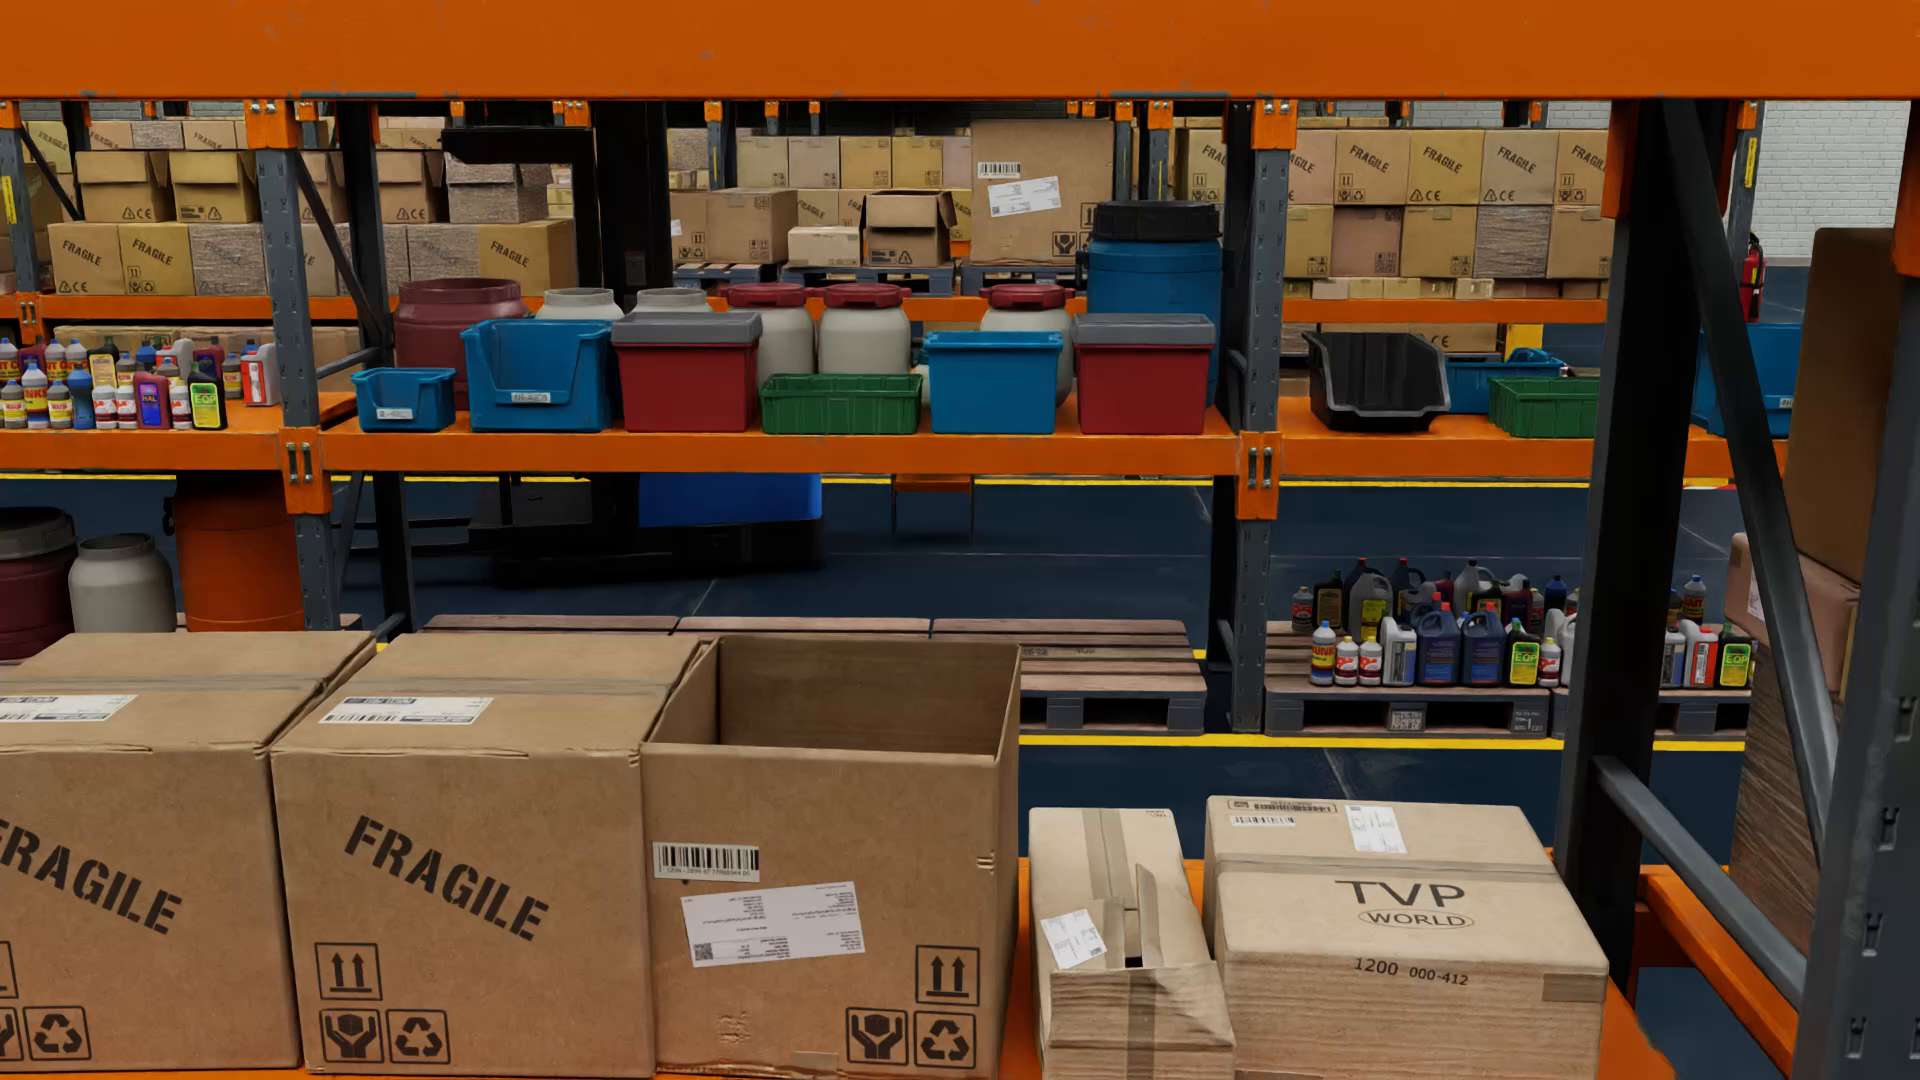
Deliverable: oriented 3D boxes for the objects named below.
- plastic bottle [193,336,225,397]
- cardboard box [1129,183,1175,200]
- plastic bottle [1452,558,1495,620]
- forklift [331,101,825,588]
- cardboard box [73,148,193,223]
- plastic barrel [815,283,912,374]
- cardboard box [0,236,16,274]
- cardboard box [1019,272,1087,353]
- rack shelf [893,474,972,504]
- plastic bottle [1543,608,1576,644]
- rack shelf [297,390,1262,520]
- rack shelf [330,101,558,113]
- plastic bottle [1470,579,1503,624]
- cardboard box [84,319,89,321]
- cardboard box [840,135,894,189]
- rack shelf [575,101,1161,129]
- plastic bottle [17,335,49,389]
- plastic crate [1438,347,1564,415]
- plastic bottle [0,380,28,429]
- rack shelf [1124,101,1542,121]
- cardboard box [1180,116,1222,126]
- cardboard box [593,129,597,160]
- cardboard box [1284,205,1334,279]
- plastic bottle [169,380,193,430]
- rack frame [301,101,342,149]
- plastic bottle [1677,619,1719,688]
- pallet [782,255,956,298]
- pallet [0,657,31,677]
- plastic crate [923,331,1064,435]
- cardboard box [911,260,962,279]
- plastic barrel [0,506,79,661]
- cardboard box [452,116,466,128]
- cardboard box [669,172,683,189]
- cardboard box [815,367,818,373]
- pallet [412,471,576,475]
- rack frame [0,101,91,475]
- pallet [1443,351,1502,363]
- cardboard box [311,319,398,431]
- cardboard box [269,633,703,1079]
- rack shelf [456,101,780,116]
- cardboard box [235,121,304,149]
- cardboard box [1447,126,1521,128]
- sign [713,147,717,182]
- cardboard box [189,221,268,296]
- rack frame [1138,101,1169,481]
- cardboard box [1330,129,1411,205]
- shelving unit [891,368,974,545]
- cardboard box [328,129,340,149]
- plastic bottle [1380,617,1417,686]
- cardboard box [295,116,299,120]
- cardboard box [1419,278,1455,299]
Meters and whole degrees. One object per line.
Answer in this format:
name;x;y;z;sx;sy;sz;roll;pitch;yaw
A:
plastic bottle;-3.499;-0.810;7.760;0.133;0.283;0.061;0;15;1
cardboard box;1.974;-3.342;16.834;0.550;0.550;0.875;0;15;1
plastic bottle;2.417;0.261;7.803;0.185;0.351;0.144;0;15;1
forklift;-2.359;-1.293;9.495;3.031;2.935;1.130;-3;15;-11
cardboard box;-5.981;-2.588;12.108;0.637;0.503;0.797;0;15;0
plastic barrel;-0.433;-0.874;7.507;0.433;0.535;0.433;0;15;0
cardboard box;-7.068;-2.064;11.994;0.500;0.250;0.500;0;15;0
cardboard box;0.982;-2.365;17.012;0.750;0.750;1.050;0;15;1
rack shelf;-0.165;-0.324;10.259;0.480;0.148;0.258;0;15;1
plastic bottle;2.640;0.440;7.270;0.135;0.276;0.152;0;15;1
rack shelf;-0.748;-0.407;7.412;4.000;0.370;1.077;0;15;1
rack shelf;-8.243;-6.966;26.392;4.000;0.370;1.077;0;15;1
plastic bottle;2.440;0.319;7.712;0.133;0.283;0.061;0;15;1
cardboard box;-8.833;-2.245;17.150;0.250;0.149;0.380;0;15;-1
cardboard box;-0.926;-3.816;16.766;0.500;0.500;0.700;0;15;1
rack shelf;-0.622;-3.120;11.817;4.000;0.370;1.077;0;15;1
plastic bottle;-4.326;-0.816;7.780;0.133;0.283;0.061;0;15;1
plastic crate;2.364;-0.732;7.525;0.616;0.251;0.499;0;15;1
plastic bottle;-3.995;-0.576;7.031;0.097;0.201;0.097;0;15;0
rack shelf;3.604;-4.358;16.510;4.000;0.370;1.077;0;15;1
cardboard box;3.076;-5.130;21.167;0.500;0.500;0.700;0;15;0
cardboard box;-4.407;-5.038;21.399;0.500;0.500;0.500;0;15;1
cardboard box;2.325;-2.166;11.891;0.500;0.500;0.875;0;15;1
plastic bottle;-3.278;-0.571;7.013;0.097;0.201;0.097;0;15;0
rack frame;-6.392;-3.321;17.048;0.127;3.000;1.000;0;15;1
plastic bottle;3.151;0.480;7.118;0.135;0.276;0.152;0;15;2
pallet;-0.641;-1.936;12.172;1.213;0.211;1.003;0;15;1
pallet;-4.753;0.577;7.738;1.213;0.211;1.003;0;15;1
plastic crate;0.140;-0.662;7.000;0.575;0.384;0.392;0;15;1
cardboard box;-0.308;-3.475;21.960;0.625;0.372;0.950;1;15;3
plastic barrel;-4.366;0.189;7.647;0.708;0.588;0.600;0;15;1
cardboard box;-6.676;-5.498;21.871;0.250;0.149;0.380;0;15;1
cardboard box;-2.895;-3.551;16.421;0.250;0.149;0.380;0;15;-1
cardboard box;-0.829;-1.033;12.414;0.500;0.500;0.700;2;15;6
pallet;-3.407;-0.707;12.605;1.213;0.211;1.003;0;15;1
rack frame;-6.620;-2.057;12.256;0.127;3.000;1.000;0;15;1
pallet;4.803;-1.880;17.051;1.213;0.211;1.003;0;15;1
cardboard box;-4.202;-1.224;12.441;0.875;0.875;1.225;0;15;2
cardboard box;-0.674;0.457;2.531;0.500;0.500;0.500;0;15;2
rack shelf;-4.368;-5.674;21.495;4.000;0.370;1.077;0;15;1
cardboard box;-6.869;-3.931;16.620;0.500;0.500;0.500;0;15;-1
cardboard box;5.234;-3.850;16.641;0.550;0.550;0.875;0;15;1
sign;-2.398;-3.678;16.287;0.005;0.325;0.100;0;15;1
cardboard box;-5.164;-2.032;11.966;0.500;0.500;0.500;0;15;0
rack frame;1.377;-2.005;12.059;0.127;3.000;1.000;0;15;1
cardboard box;2.820;-2.606;11.600;0.500;0.500;0.500;0;15;1
shelving unit;-0.165;-0.581;10.191;0.503;1.200;0.258;0;15;1
cardboard box;-7.862;-5.055;21.463;0.500;0.500;0.500;1;15;2
plastic bottle;1.882;0.472;7.149;0.135;0.276;0.152;1;15;3
cardboard box;-8.469;-5.362;21.355;0.250;0.149;0.380;0;15;0
cardboard box;3.336;-1.809;11.808;0.250;0.149;0.380;0;15;1
